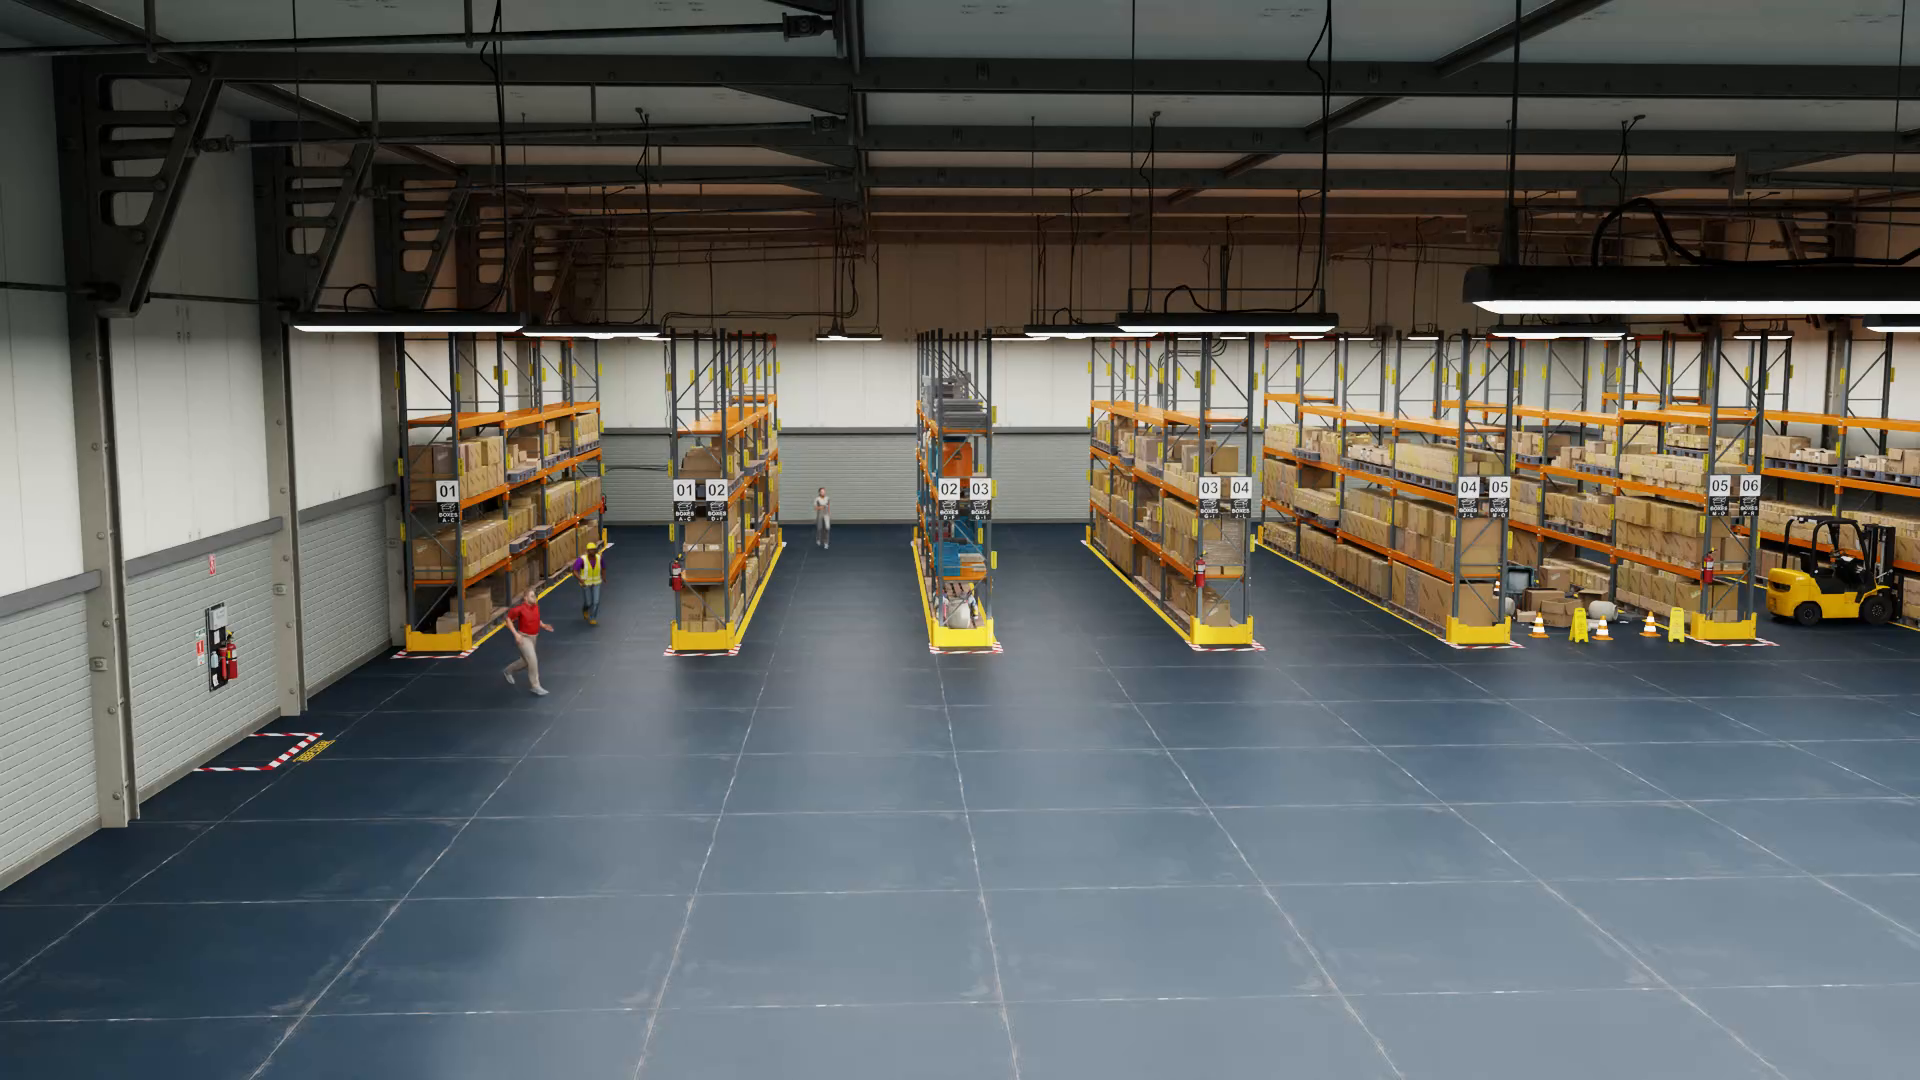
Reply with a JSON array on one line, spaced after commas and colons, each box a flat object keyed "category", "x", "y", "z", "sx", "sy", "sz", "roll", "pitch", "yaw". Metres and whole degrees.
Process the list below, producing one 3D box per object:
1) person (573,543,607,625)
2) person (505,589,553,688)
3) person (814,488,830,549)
[{"category": "person", "x": -7.574, "y": 0.885, "z": 34.011, "sx": 0.701, "sy": 1.696, "sz": 0.647, "roll": -3, "pitch": 8, "yaw": -27}, {"category": "person", "x": -7.164, "y": 1.613, "z": 27.361, "sx": 0.884, "sy": 1.624, "sz": 0.636, "roll": 2, "pitch": 7, "yaw": 20}, {"category": "person", "x": -3.877, "y": -0.646, "z": 46.827, "sx": 0.530, "sy": 1.679, "sz": 0.839, "roll": -2, "pitch": 7, "yaw": -19}]
